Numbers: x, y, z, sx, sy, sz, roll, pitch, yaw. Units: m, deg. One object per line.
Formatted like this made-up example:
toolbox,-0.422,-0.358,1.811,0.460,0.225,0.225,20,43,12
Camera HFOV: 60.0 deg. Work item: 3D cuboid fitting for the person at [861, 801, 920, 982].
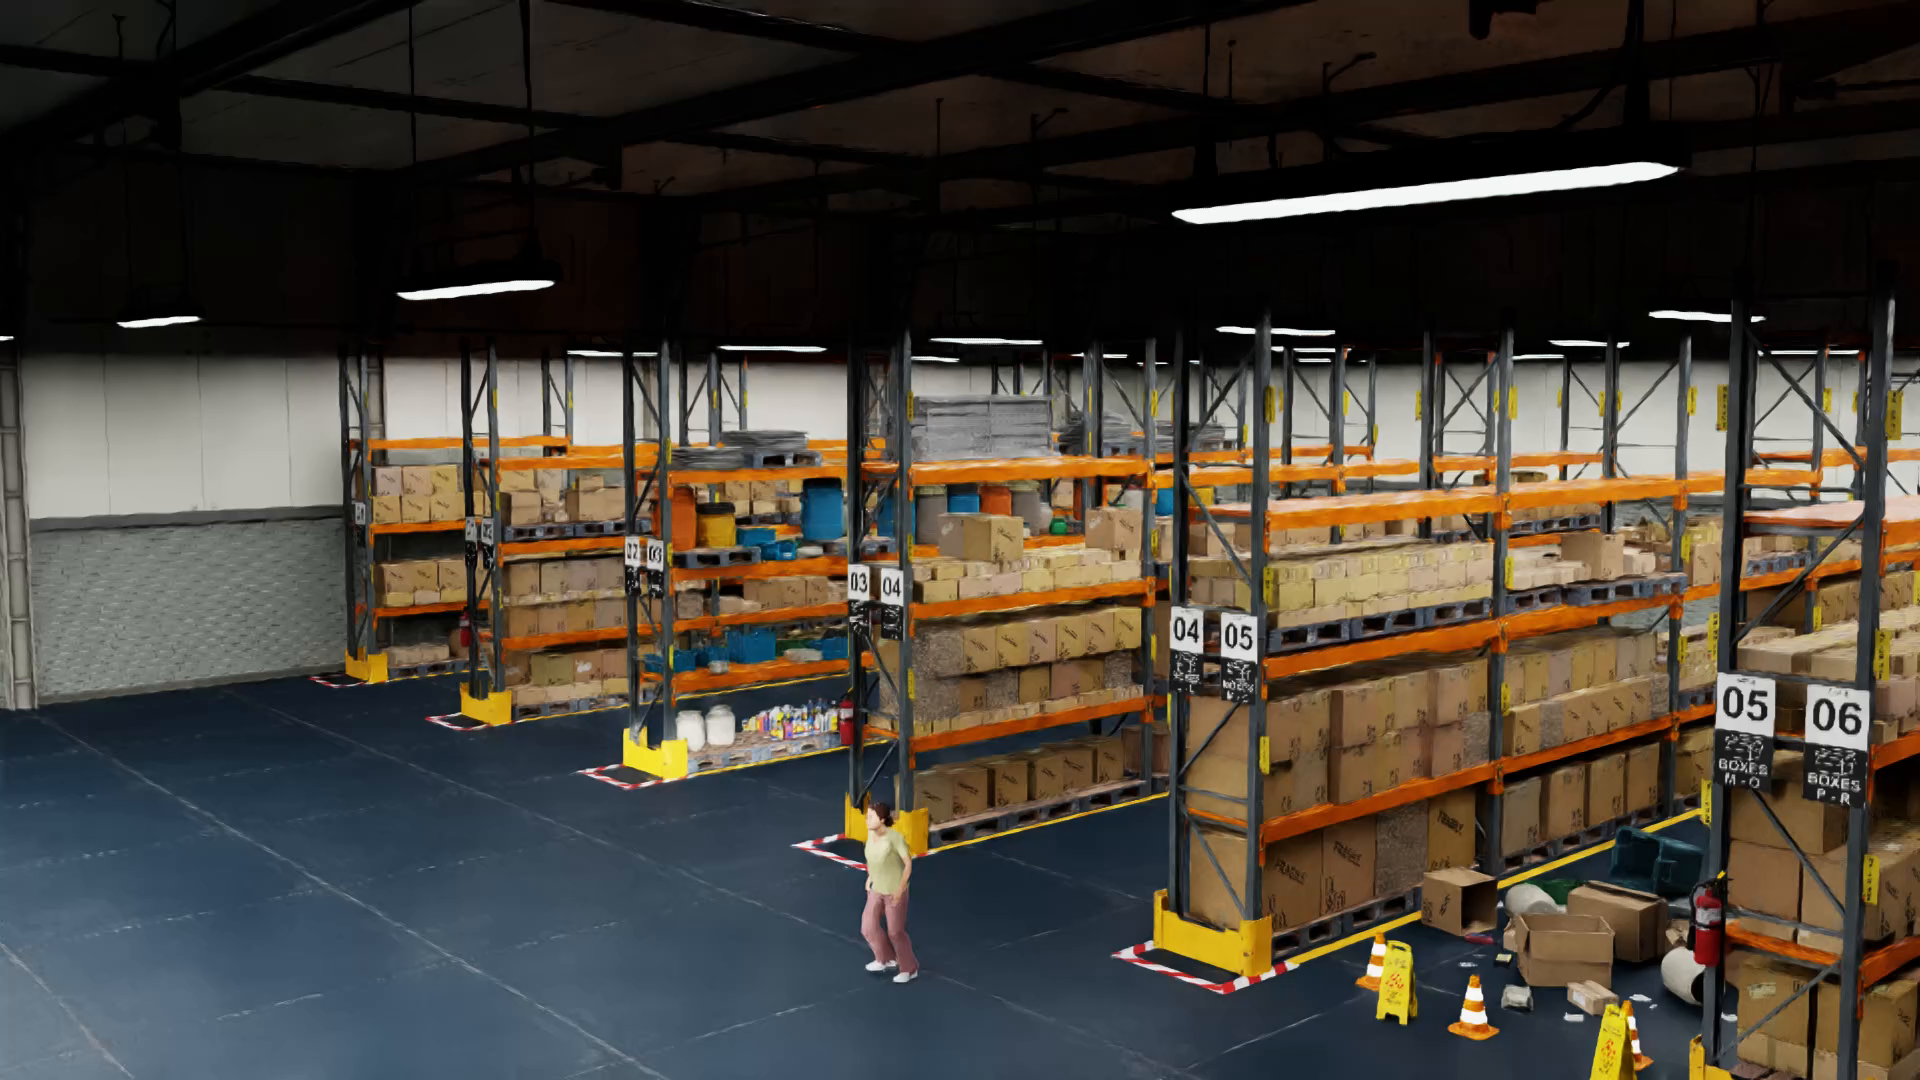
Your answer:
person,-0.625,3.062,14.577,0.507,1.619,0.598,-5,7,-42
